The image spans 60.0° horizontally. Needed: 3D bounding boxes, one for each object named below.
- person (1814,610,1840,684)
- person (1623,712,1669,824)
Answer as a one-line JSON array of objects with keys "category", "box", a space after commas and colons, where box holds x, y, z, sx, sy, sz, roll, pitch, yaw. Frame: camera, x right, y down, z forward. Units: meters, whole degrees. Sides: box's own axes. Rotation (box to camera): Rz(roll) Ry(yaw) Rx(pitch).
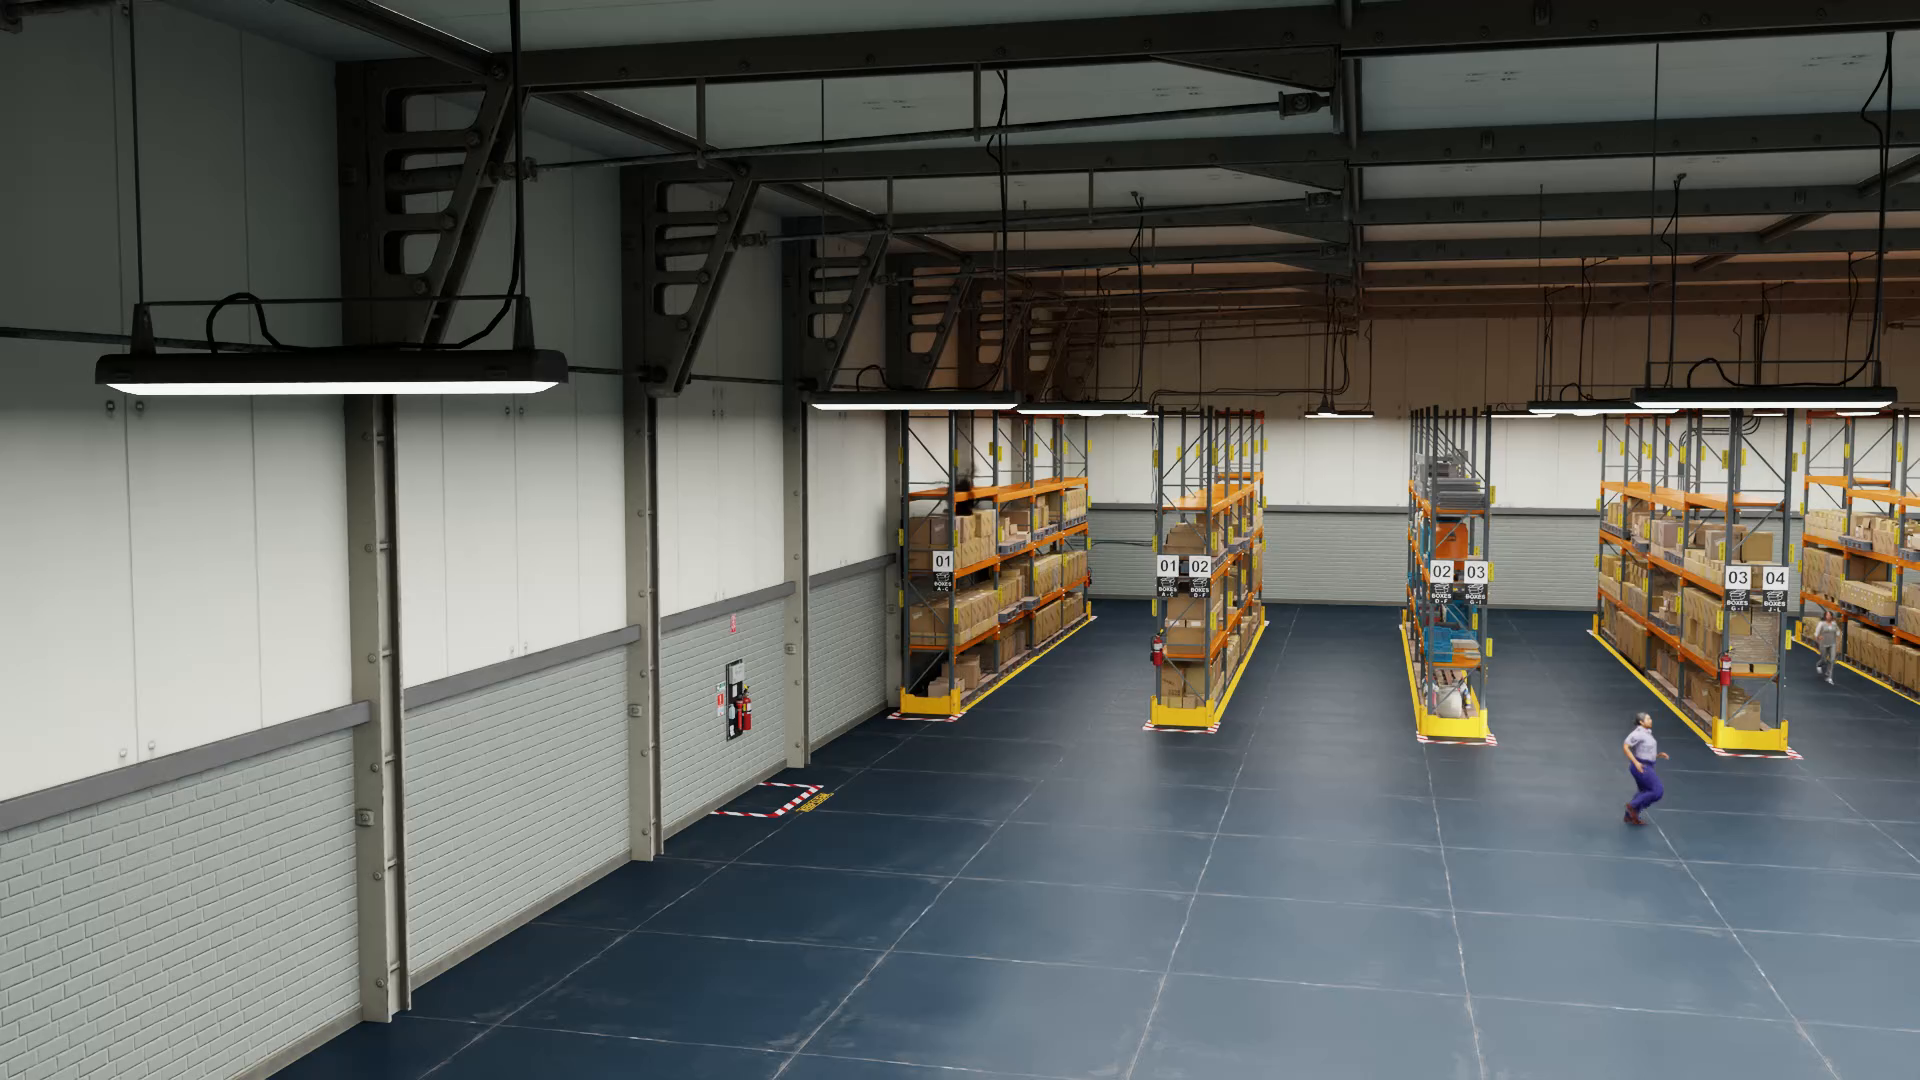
[{"category": "person", "box": [19.039, 2.333, 36.485, 0.552, 1.585, 0.805, 1, 4, 13]}, {"category": "person", "box": [9.688, 3.229, 23.465, 0.567, 1.606, 0.593, 2, 5, 31]}]
